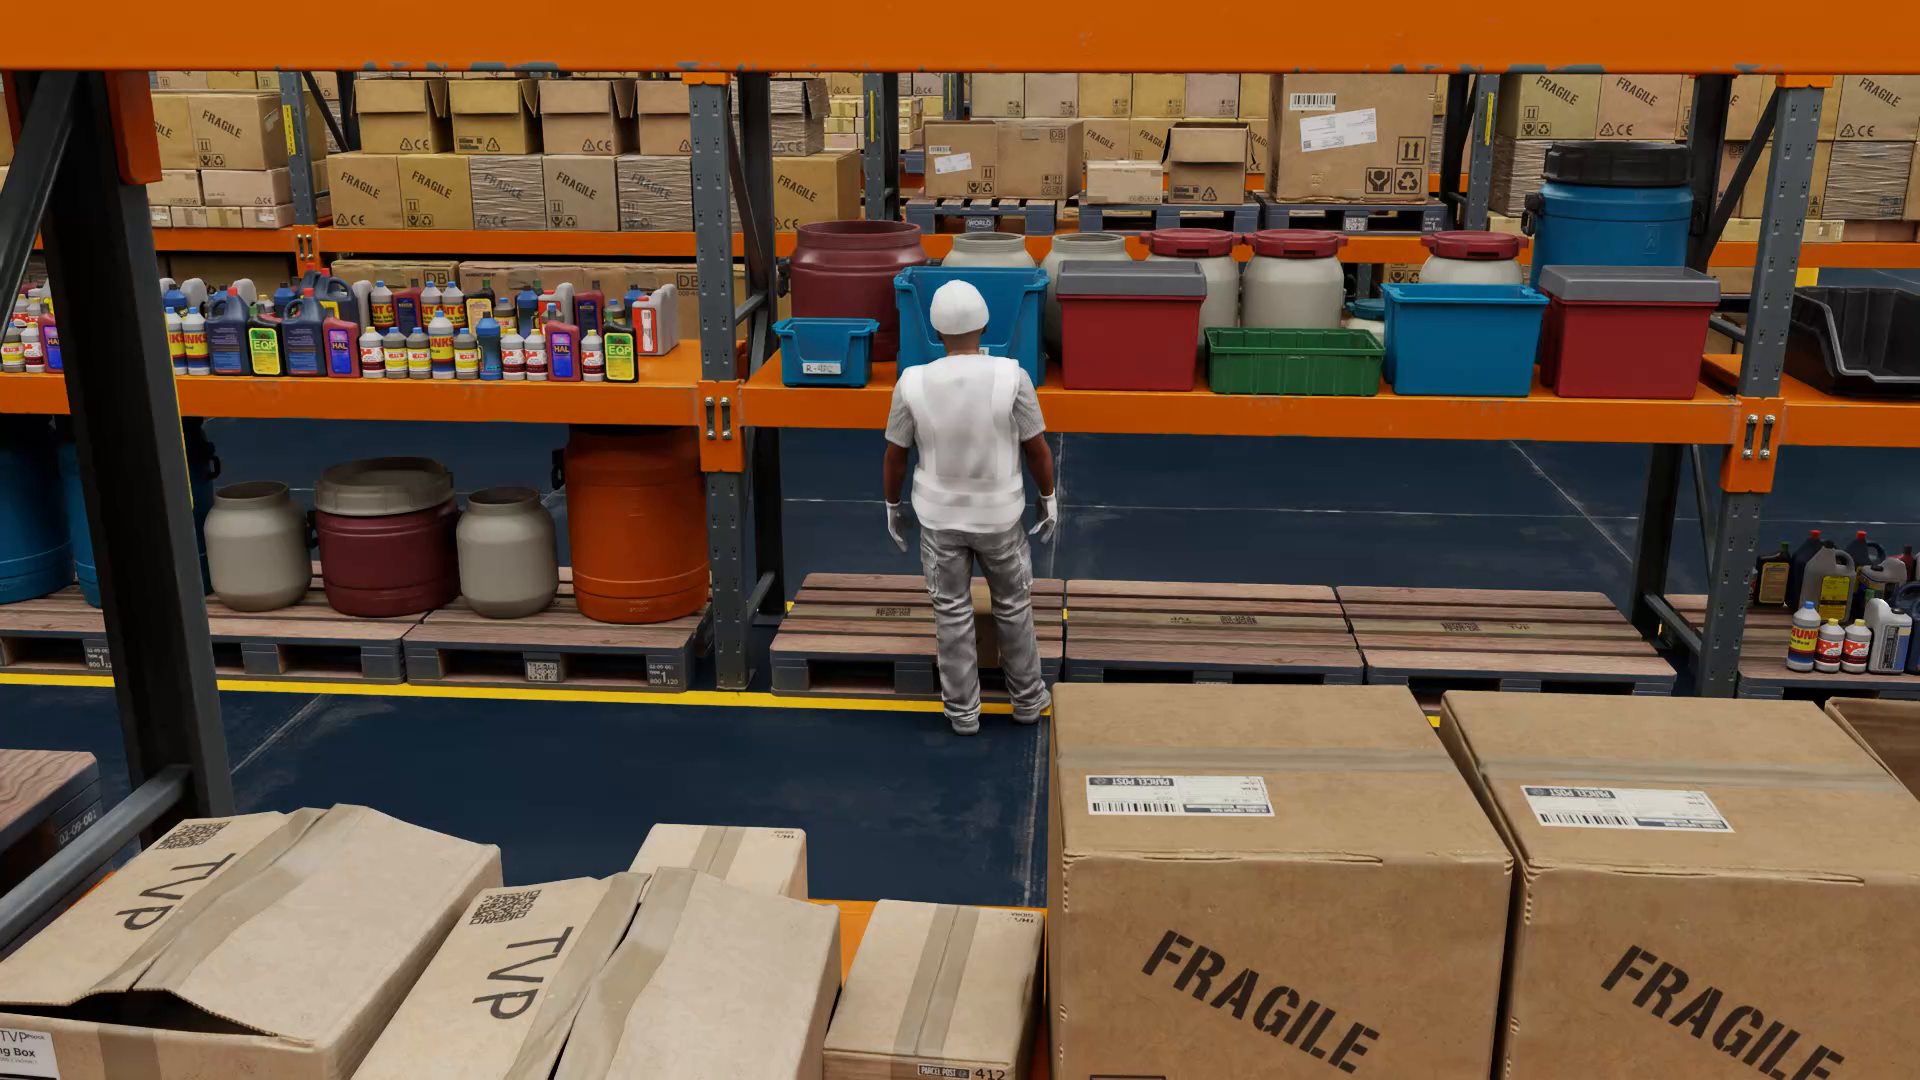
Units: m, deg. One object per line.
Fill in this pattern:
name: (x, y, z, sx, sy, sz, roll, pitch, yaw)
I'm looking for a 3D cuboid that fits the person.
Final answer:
person: (0.046, -0.124, 6.382, 0.656, 1.784, 0.575, 1, 17, 4)
